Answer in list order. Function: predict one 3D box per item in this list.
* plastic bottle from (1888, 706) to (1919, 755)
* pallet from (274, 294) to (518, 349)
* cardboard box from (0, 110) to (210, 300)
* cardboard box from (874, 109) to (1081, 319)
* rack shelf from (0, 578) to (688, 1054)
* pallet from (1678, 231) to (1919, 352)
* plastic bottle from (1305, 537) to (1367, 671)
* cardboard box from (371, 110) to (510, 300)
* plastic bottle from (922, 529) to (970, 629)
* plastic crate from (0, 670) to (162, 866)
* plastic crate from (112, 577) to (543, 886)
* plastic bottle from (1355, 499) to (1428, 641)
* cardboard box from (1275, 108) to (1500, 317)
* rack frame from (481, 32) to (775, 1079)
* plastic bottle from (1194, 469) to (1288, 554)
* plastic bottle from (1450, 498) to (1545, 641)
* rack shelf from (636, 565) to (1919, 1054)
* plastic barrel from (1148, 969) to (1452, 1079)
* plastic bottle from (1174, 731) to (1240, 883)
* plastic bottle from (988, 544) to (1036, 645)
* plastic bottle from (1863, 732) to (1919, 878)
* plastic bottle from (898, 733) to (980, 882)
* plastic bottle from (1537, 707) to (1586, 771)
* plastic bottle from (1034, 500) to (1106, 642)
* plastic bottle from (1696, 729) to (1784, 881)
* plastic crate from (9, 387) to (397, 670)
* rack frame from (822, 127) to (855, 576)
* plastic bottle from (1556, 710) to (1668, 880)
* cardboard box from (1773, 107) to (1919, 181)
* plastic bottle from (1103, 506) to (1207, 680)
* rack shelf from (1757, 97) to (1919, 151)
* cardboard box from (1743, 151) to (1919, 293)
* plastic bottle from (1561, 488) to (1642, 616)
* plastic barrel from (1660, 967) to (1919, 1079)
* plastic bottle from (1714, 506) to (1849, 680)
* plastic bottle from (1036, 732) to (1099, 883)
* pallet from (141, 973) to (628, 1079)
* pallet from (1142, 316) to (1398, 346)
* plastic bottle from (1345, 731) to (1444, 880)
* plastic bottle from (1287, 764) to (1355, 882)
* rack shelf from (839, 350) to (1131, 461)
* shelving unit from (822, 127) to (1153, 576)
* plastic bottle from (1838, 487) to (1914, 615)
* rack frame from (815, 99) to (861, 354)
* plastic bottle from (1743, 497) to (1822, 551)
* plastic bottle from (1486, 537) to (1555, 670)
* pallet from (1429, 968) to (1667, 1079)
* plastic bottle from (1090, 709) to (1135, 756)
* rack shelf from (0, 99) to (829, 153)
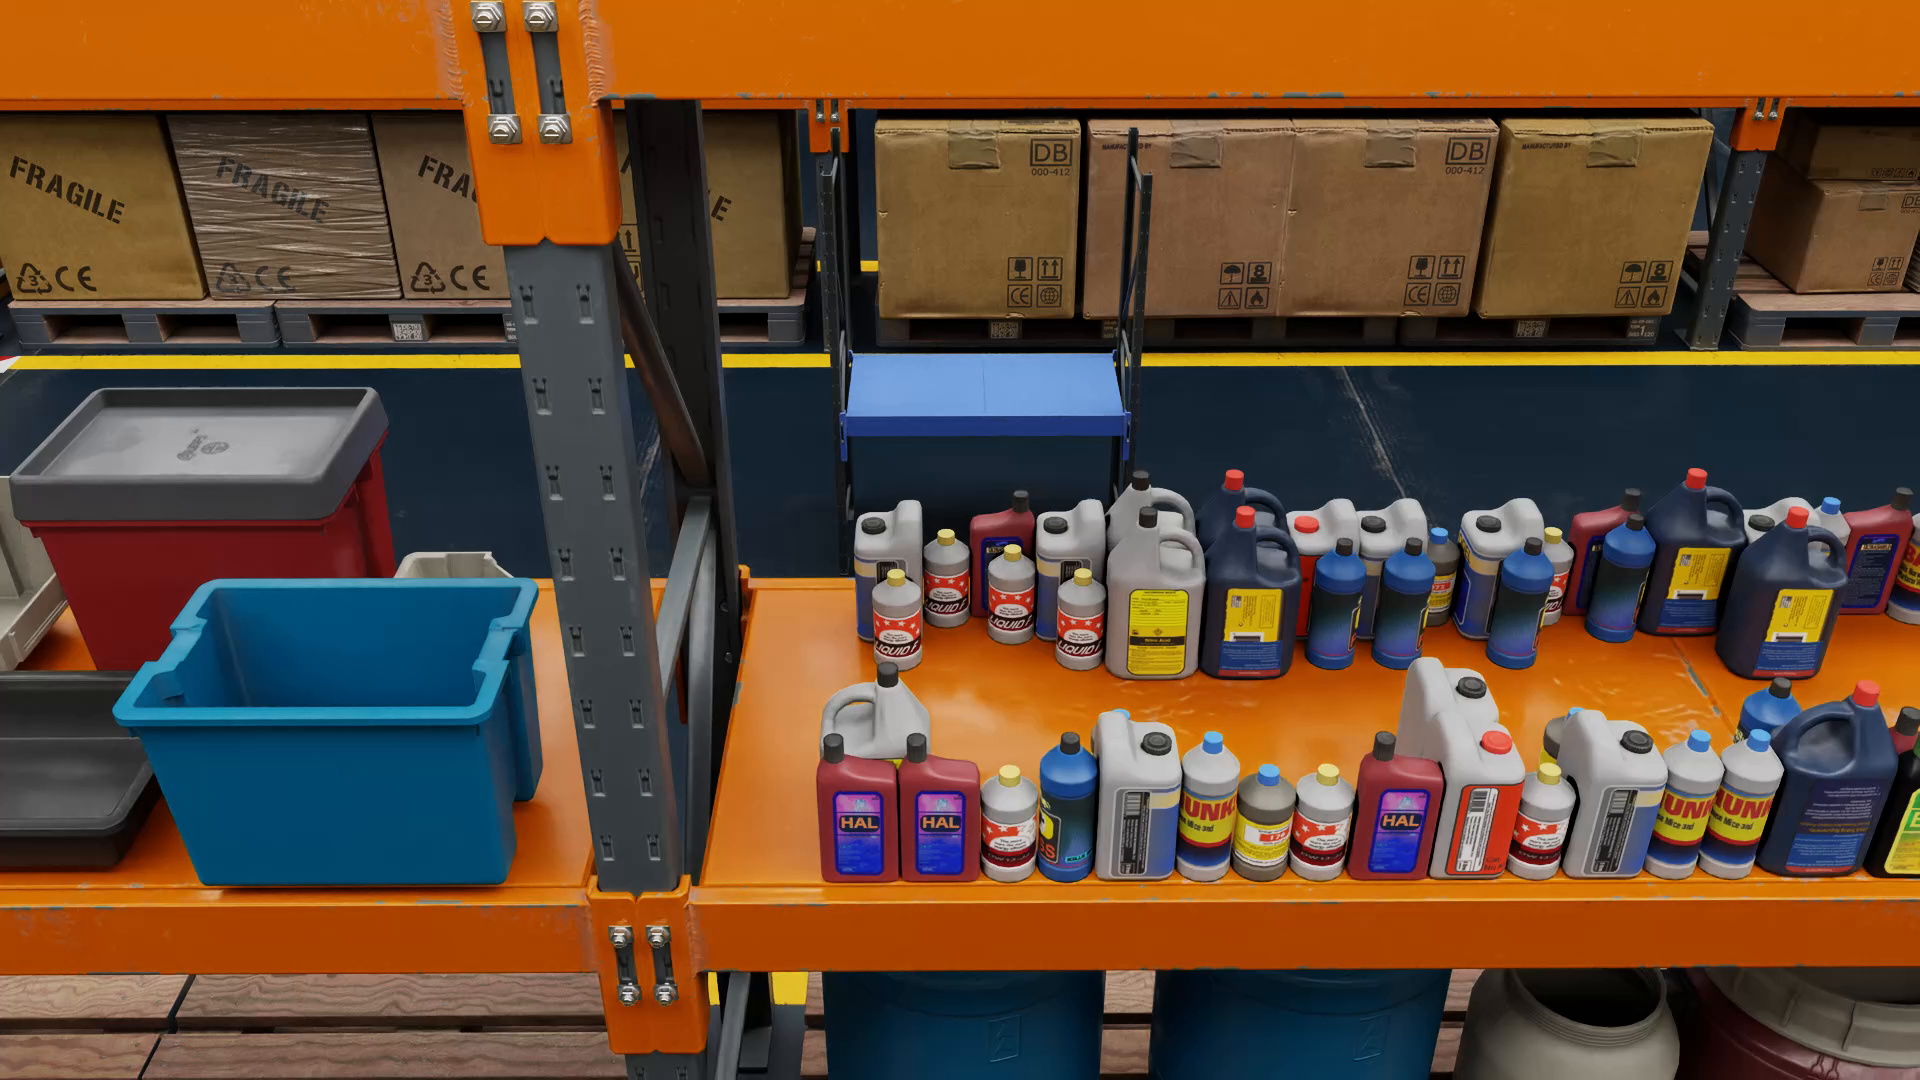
[{"bbox_3d":[1.600,0.404,2.805,0.133,0.283,0.061,0,31,0],"label":"plastic bottle"},{"bbox_3d":[-2.550,-1.239,8.088,1.213,0.211,1.003,0,31,0],"label":"pallet"},{"bbox_3d":[-3.927,-1.700,7.804,0.875,0.875,0.875,0,31,0],"label":"cardboard box"},{"bbox_3d":[0.074,-1.682,7.773,0.875,0.875,1.225,0,31,0],"label":"cardboard box"},{"bbox_3d":[-2.536,0.485,3.253,4.000,0.370,1.077,0,31,0],"label":"rack shelf"},{"bbox_3d":[4.215,-1.220,8.057,1.213,0.211,1.003,0,31,0],"label":"pallet"},{"bbox_3d":[0.745,0.119,3.286,0.097,0.271,0.097,0,31,0],"label":"plastic bottle"},{"bbox_3d":[-2.127,-1.706,7.813,0.875,0.875,0.875,0,31,0],"label":"cardboard box"},{"bbox_3d":[-0.028,0.073,3.430,0.097,0.201,0.097,0,31,0],"label":"plastic bottle"},{"bbox_3d":[-1.654,0.406,2.897,0.590,0.125,0.437,0,31,0],"label":"plastic crate"},{"bbox_3d":[-1.001,0.331,2.771,0.575,0.384,0.392,0,31,0],"label":"plastic crate"},{"bbox_3d":[0.860,0.052,3.392,0.135,0.276,0.152,0,31,0],"label":"plastic bottle"},{"bbox_3d":[1.852,-1.692,7.790,0.875,0.875,1.225,0,31,0],"label":"cardboard box"},{"bbox_3d":[-0.536,0.171,3.076,0.127,3.000,1.000,0,31,0],"label":"rack frame"},{"bbox_3d":[0.566,0.019,3.374,0.185,0.351,0.144,0,31,0],"label":"plastic bottle"},{"bbox_3d":[1.092,0.051,3.393,0.135,0.276,0.152,0,31,0],"label":"plastic bottle"},{"bbox_3d":[1.464,0.472,3.273,4.000,0.370,1.077,0,31,0],"label":"rack shelf"},{"bbox_3d":[0.716,0.894,3.504,0.708,0.901,0.600,0,31,0],"label":"plastic barrel"},{"bbox_3d":[0.411,0.435,2.765,0.097,0.271,0.097,0,31,0],"label":"plastic bottle"},{"bbox_3d":[0.105,0.104,3.379,0.097,0.201,0.097,0,31,0],"label":"plastic bottle"},{"bbox_3d":[1.601,0.436,2.753,0.133,0.283,0.061,0,31,0],"label":"plastic bottle"},{"bbox_3d":[-0.034,0.441,2.744,0.133,0.283,0.061,0,31,0],"label":"plastic bottle"},{"bbox_3d":[1.067,0.384,2.917,0.097,0.201,0.097,0,31,0],"label":"plastic bottle"},{"bbox_3d":[0.221,0.054,3.389,0.135,0.276,0.152,0,31,0],"label":"plastic bottle"},{"bbox_3d":[1.300,0.432,2.770,0.097,0.271,0.097,0,31,0],"label":"plastic bottle"},{"bbox_3d":[-1.431,-0.009,3.254,0.583,0.464,0.402,0,31,0],"label":"plastic crate"},{"bbox_3d":[-0.423,-0.640,5.859,0.032,1.500,0.500,0,31,0],"label":"rack frame"},{"bbox_3d":[1.087,0.417,2.791,0.135,0.276,0.152,0,31,0],"label":"plastic bottle"},{"bbox_3d":[4.104,-1.868,7.700,0.500,0.250,0.500,1,31,2],"label":"cardboard box"},{"bbox_3d":[0.382,0.094,3.250,0.185,0.351,0.144,0,31,0],"label":"plastic bottle"},{"bbox_3d":[5.434,-2.109,7.528,4.000,0.370,1.077,0,31,0],"label":"rack shelf"},{"bbox_3d":[4.104,-1.542,7.886,0.500,0.500,0.700,-2,31,-3],"label":"cardboard box"},{"bbox_3d":[1.323,0.024,3.431,0.133,0.283,0.061,0,31,0],"label":"plastic bottle"},{"bbox_3d":[1.845,1.024,3.591,0.708,0.588,0.600,0,31,0],"label":"plastic barrel"},{"bbox_3d":[1.618,0.095,3.250,0.185,0.351,0.144,0,31,0],"label":"plastic bottle"},{"bbox_3d":[0.179,0.436,2.764,0.097,0.271,0.097,0,31,0],"label":"plastic bottle"},{"bbox_3d":[-1.271,1.386,3.763,1.213,0.211,1.003,0,31,0],"label":"pallet"},{"bbox_3d":[1.428,-1.253,8.111,1.213,0.211,1.003,0,31,0],"label":"pallet"},{"bbox_3d":[0.721,0.438,2.748,0.133,0.283,0.061,0,31,0],"label":"plastic bottle"},{"bbox_3d":[0.606,0.464,2.785,0.097,0.201,0.097,0,31,0],"label":"plastic bottle"},{"bbox_3d":[0.085,-0.488,5.955,1.000,0.185,0.538,0,31,0],"label":"rack shelf"},{"bbox_3d":[0.085,-0.641,5.861,1.048,1.500,0.538,0,31,0],"label":"shelving unit"},{"bbox_3d":[1.873,0.022,3.434,0.133,0.283,0.061,0,31,0],"label":"plastic bottle"},{"bbox_3d":[-0.566,-2.398,7.311,0.127,3.000,1.000,0,31,0],"label":"rack frame"},{"bbox_3d":[1.642,0.050,3.396,0.135,0.276,0.152,0,31,0],"label":"plastic bottle"},{"bbox_3d":[1.111,0.118,3.288,0.097,0.271,0.097,0,31,0],"label":"plastic bottle"},{"bbox_3d":[1.459,1.377,3.777,1.213,0.211,1.003,0,31,0],"label":"pallet"},{"bbox_3d":[0.275,0.386,2.913,0.097,0.201,0.097,0,31,0],"label":"plastic bottle"},{"bbox_3d":[-2.566,-2.084,7.487,4.000,0.370,1.077,0,31,0],"label":"rack shelf"}]
